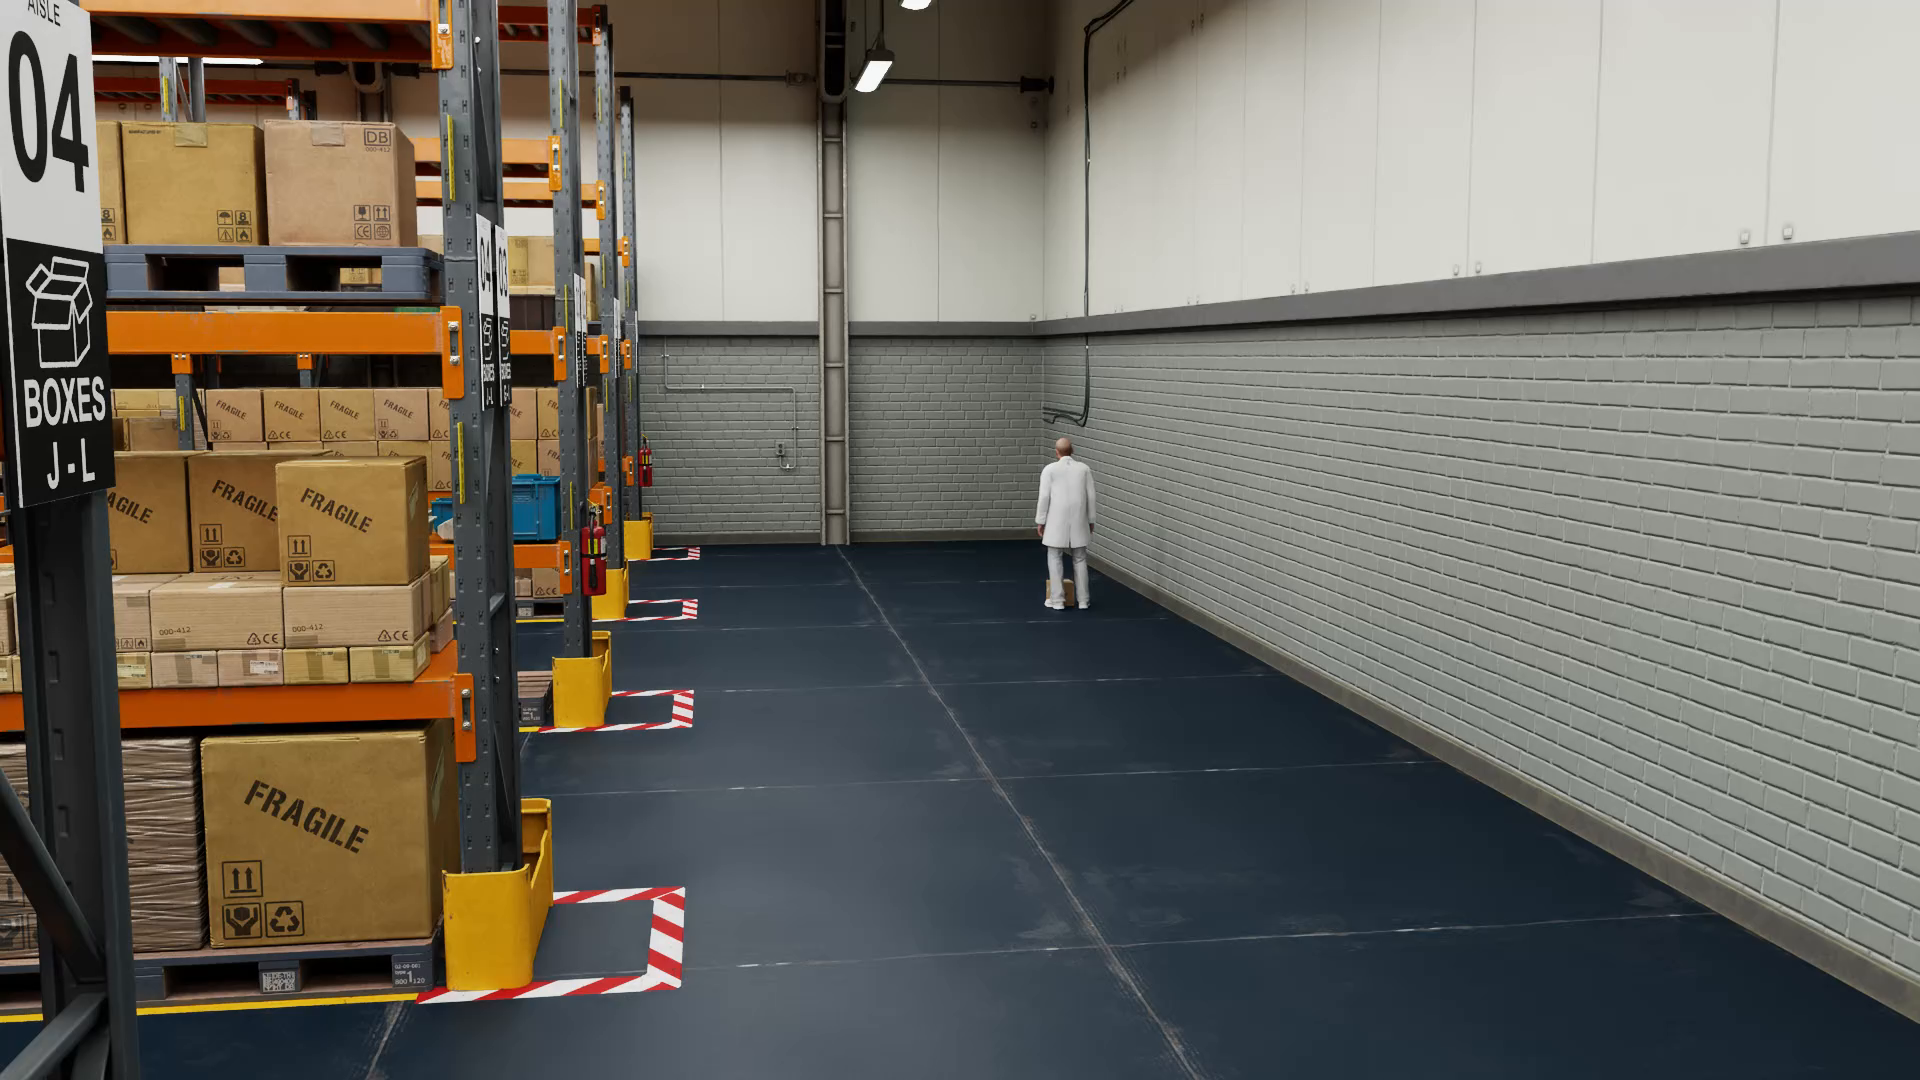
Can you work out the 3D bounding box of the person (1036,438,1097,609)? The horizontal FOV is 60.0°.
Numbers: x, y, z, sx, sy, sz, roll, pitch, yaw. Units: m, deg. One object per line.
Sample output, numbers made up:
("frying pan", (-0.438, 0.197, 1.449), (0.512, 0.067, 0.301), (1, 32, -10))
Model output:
("person", (1.110, -0.172, 17.319), (0.649, 1.774, 0.417), (-1, 6, -9))
